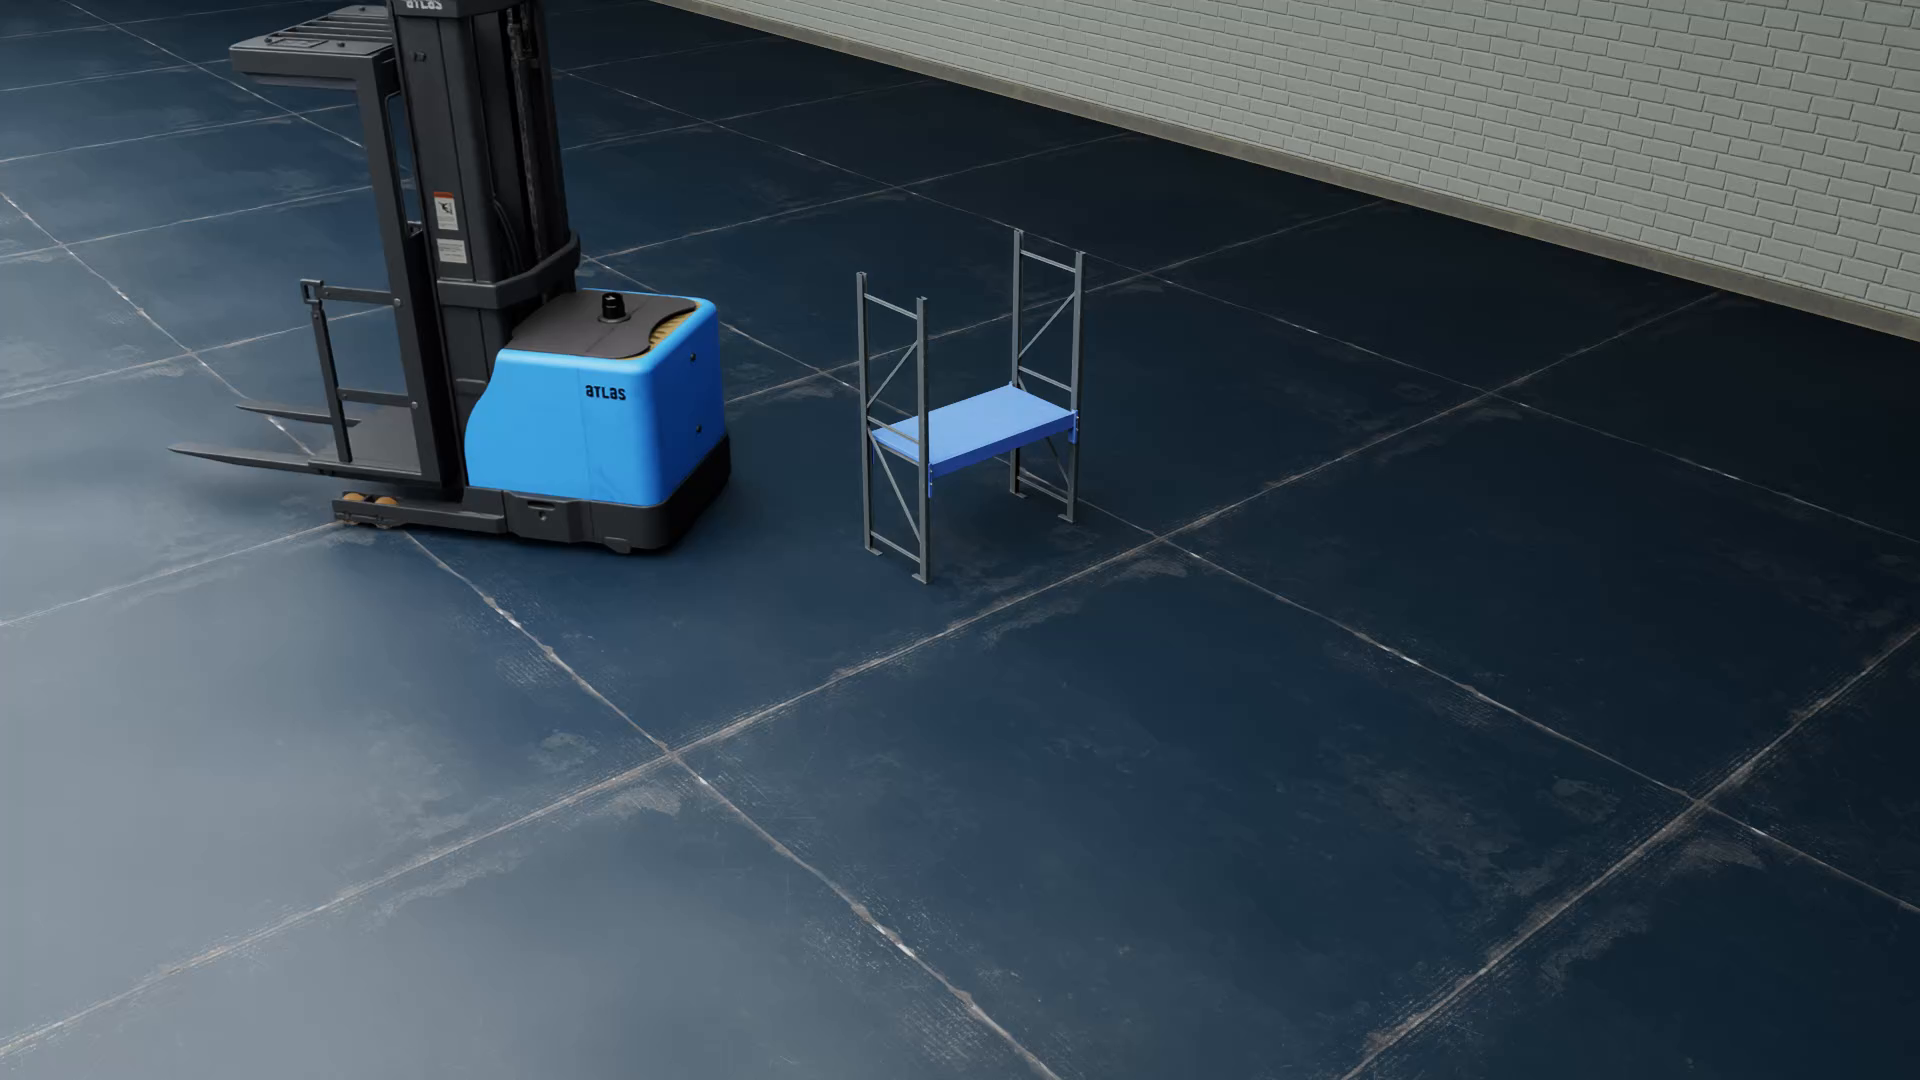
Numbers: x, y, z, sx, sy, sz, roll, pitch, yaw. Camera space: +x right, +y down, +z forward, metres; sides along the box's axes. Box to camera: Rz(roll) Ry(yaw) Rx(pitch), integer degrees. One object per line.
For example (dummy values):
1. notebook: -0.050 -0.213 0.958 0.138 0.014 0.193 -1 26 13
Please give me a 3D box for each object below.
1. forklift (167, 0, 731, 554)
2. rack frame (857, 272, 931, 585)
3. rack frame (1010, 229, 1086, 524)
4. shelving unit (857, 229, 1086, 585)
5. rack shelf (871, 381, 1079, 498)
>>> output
1. forklift: -2.856 -1.585 8.606 3.031 2.935 1.130 7 29 12
2. rack frame: -0.322 -0.532 8.154 0.032 1.500 0.500 -22 35 -35
3. rack frame: 0.452 -0.843 8.736 0.032 1.500 0.500 -22 35 -35
4. shelving unit: 0.065 -0.688 8.445 1.048 1.500 0.538 -22 35 -35
5. rack shelf: 0.065 -0.529 8.530 1.000 0.185 0.538 -22 35 -35
